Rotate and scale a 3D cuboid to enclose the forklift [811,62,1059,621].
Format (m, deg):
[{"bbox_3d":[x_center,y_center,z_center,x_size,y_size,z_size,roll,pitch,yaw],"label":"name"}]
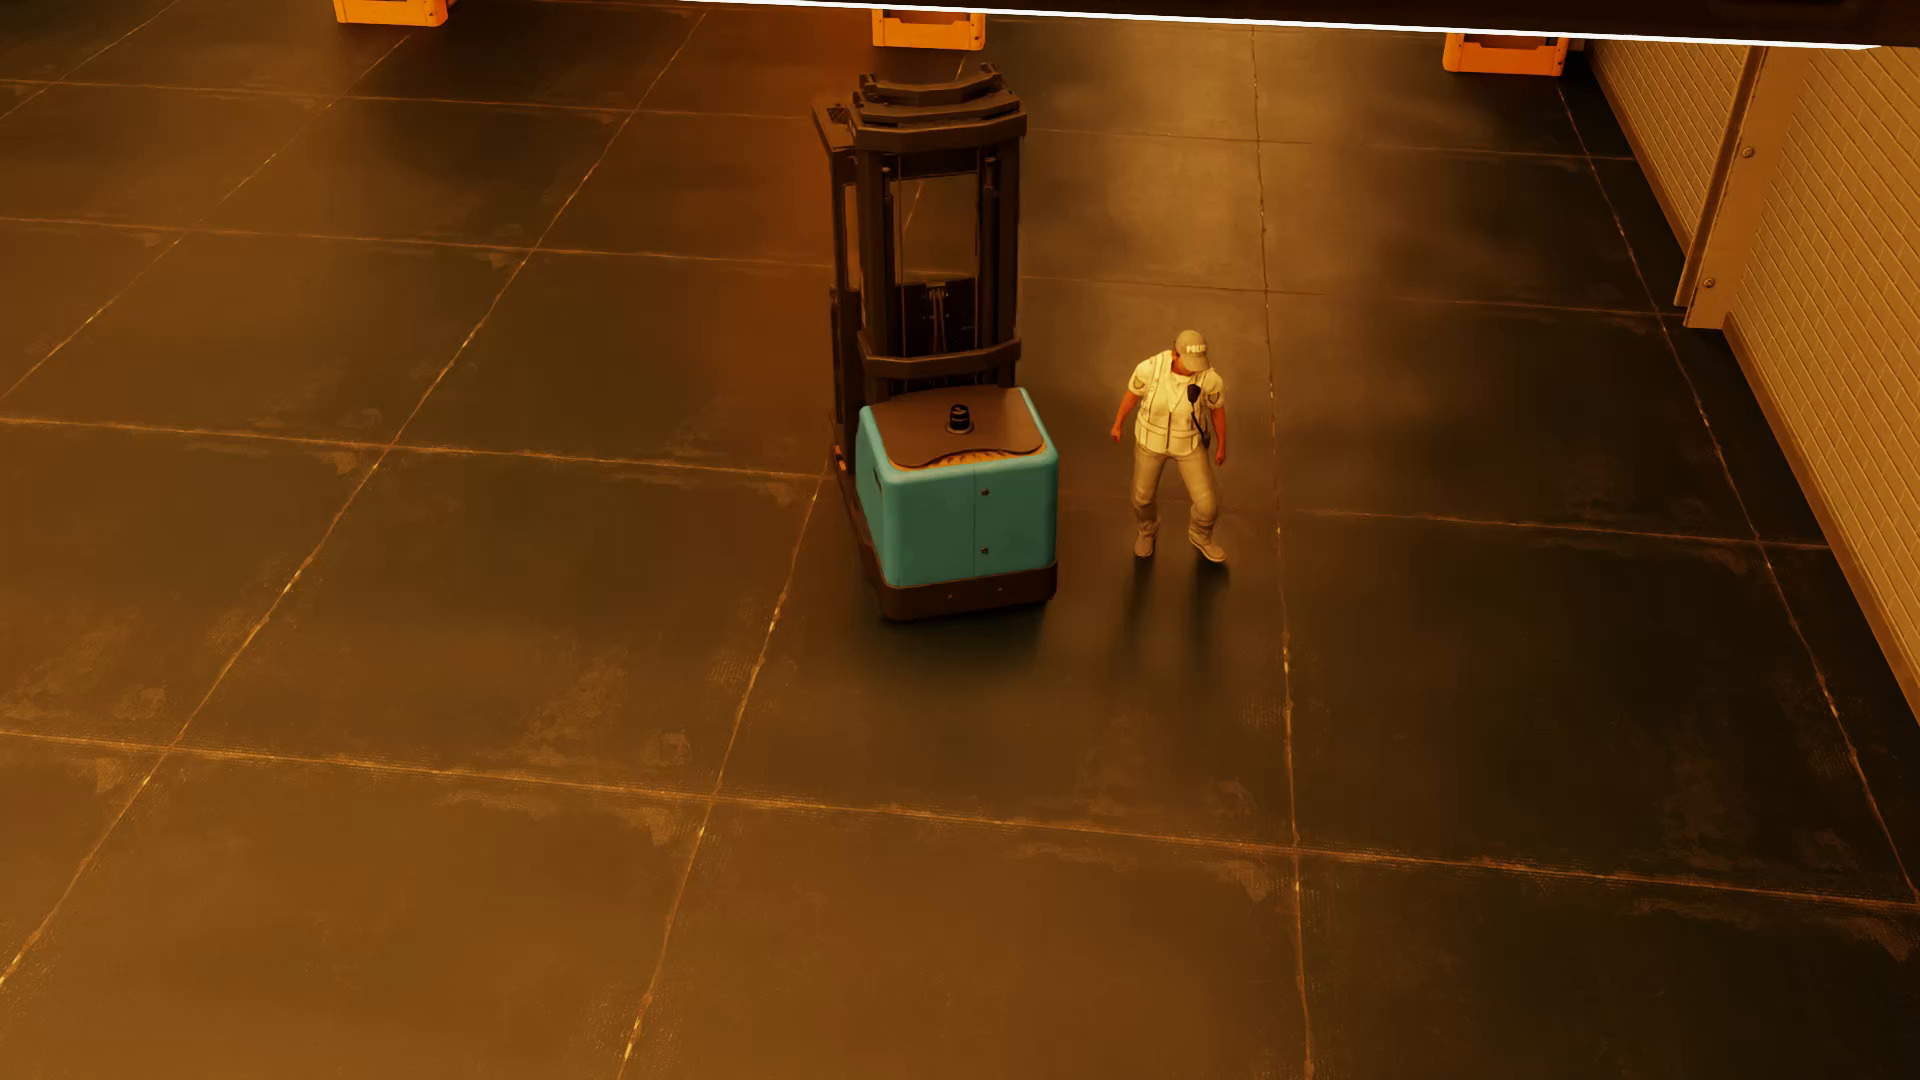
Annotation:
[{"bbox_3d":[-0.254,-1.582,10.176,1.130,2.935,3.031,-8,37,-10],"label":"forklift"}]

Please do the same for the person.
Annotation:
[{"bbox_3d":[1.269,-0.554,9.906,0.777,1.640,0.461,7,37,10],"label":"person"}]
